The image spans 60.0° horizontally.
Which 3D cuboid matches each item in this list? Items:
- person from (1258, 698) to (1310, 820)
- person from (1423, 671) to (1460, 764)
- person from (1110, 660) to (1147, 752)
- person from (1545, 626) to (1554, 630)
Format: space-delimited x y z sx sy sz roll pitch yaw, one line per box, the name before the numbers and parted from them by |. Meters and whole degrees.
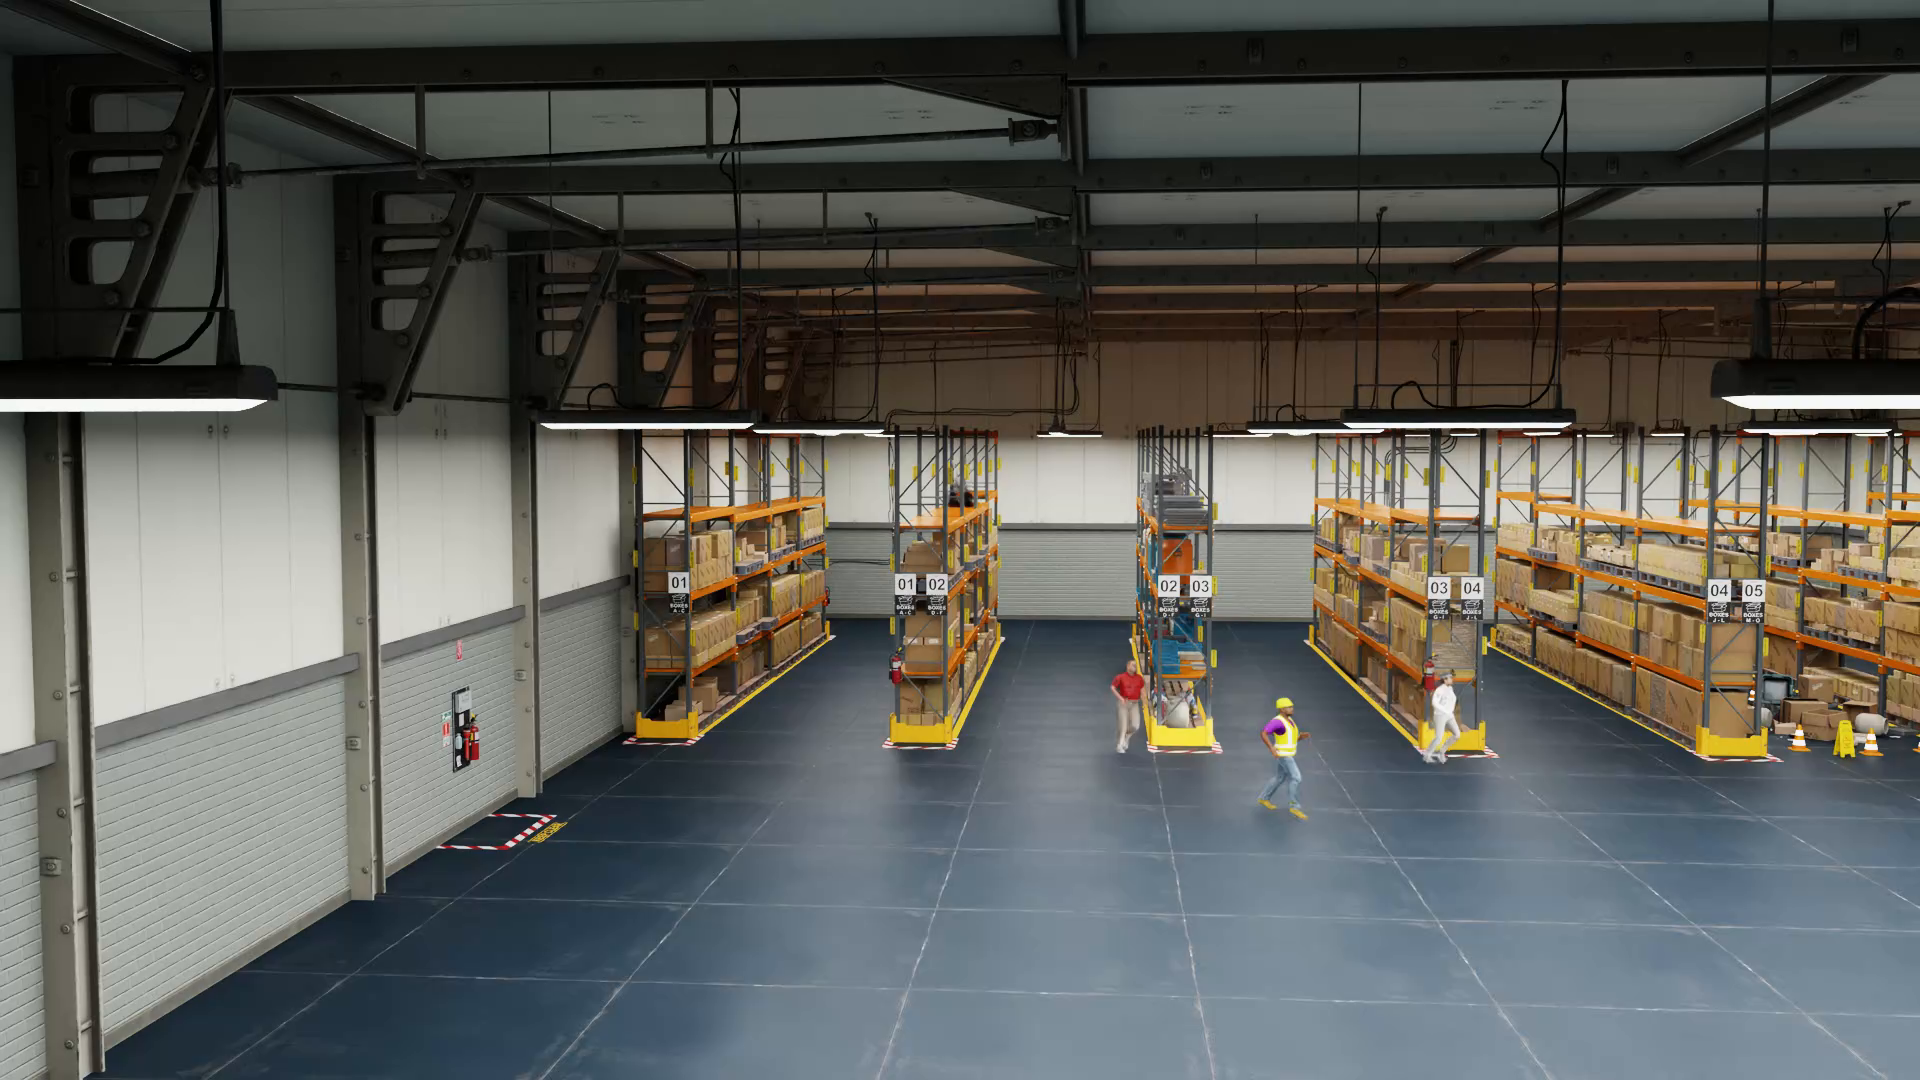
person | 4.928 3.310 25.318 0.807 1.821 0.677 2 4 24
person | 8.602 3.127 29.427 0.676 1.641 0.572 -3 4 -39
person | 3.135 3.052 30.547 0.736 1.680 0.498 -1 4 -20
person | 16.600 2.147 46.694 0.622 1.629 0.519 -2 4 -25
